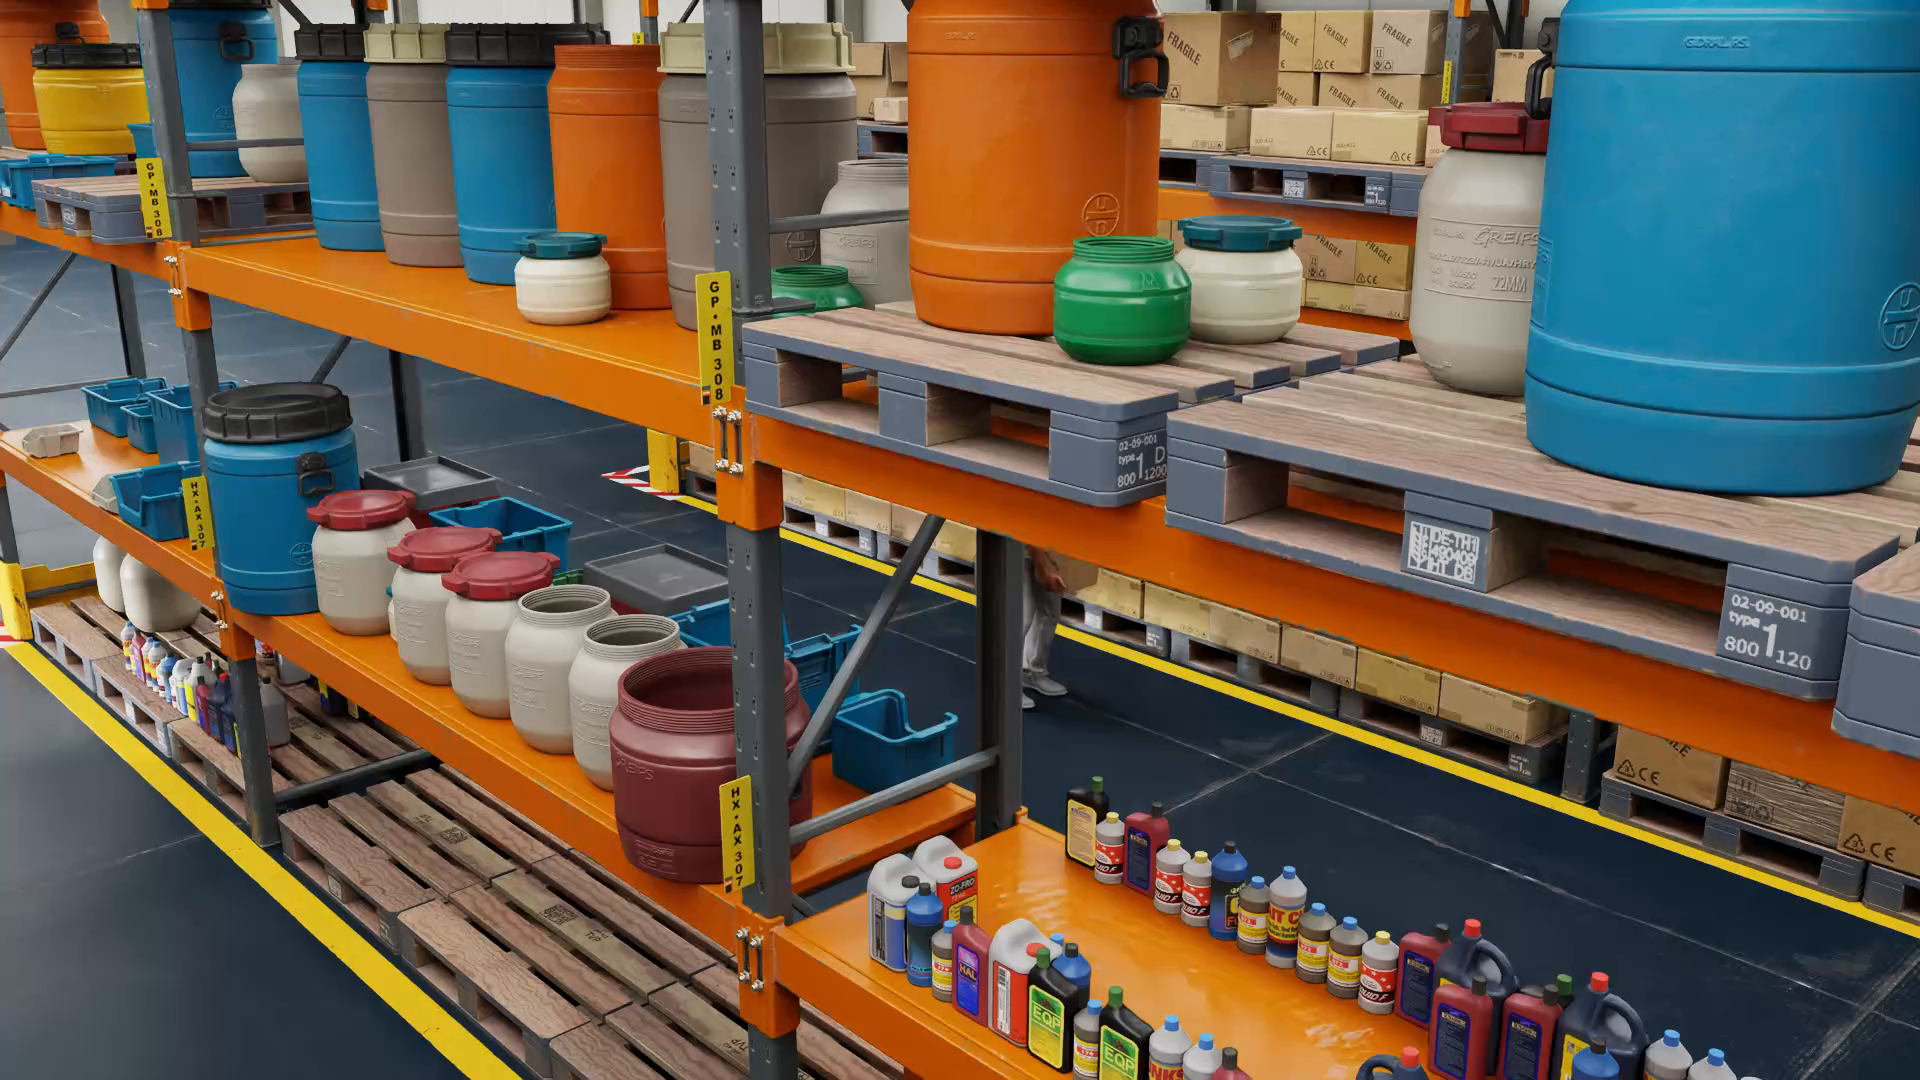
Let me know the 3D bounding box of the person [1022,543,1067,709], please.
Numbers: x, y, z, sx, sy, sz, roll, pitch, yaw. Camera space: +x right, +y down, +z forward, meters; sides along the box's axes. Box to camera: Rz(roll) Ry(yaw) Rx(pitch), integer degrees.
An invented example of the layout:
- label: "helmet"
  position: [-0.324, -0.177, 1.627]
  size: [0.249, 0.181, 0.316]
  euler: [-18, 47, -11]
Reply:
- label: "person"
  position: [0.462, 0.095, 9.280]
  size: [0.613, 1.718, 0.498]
  euler: [16, 23, 42]
